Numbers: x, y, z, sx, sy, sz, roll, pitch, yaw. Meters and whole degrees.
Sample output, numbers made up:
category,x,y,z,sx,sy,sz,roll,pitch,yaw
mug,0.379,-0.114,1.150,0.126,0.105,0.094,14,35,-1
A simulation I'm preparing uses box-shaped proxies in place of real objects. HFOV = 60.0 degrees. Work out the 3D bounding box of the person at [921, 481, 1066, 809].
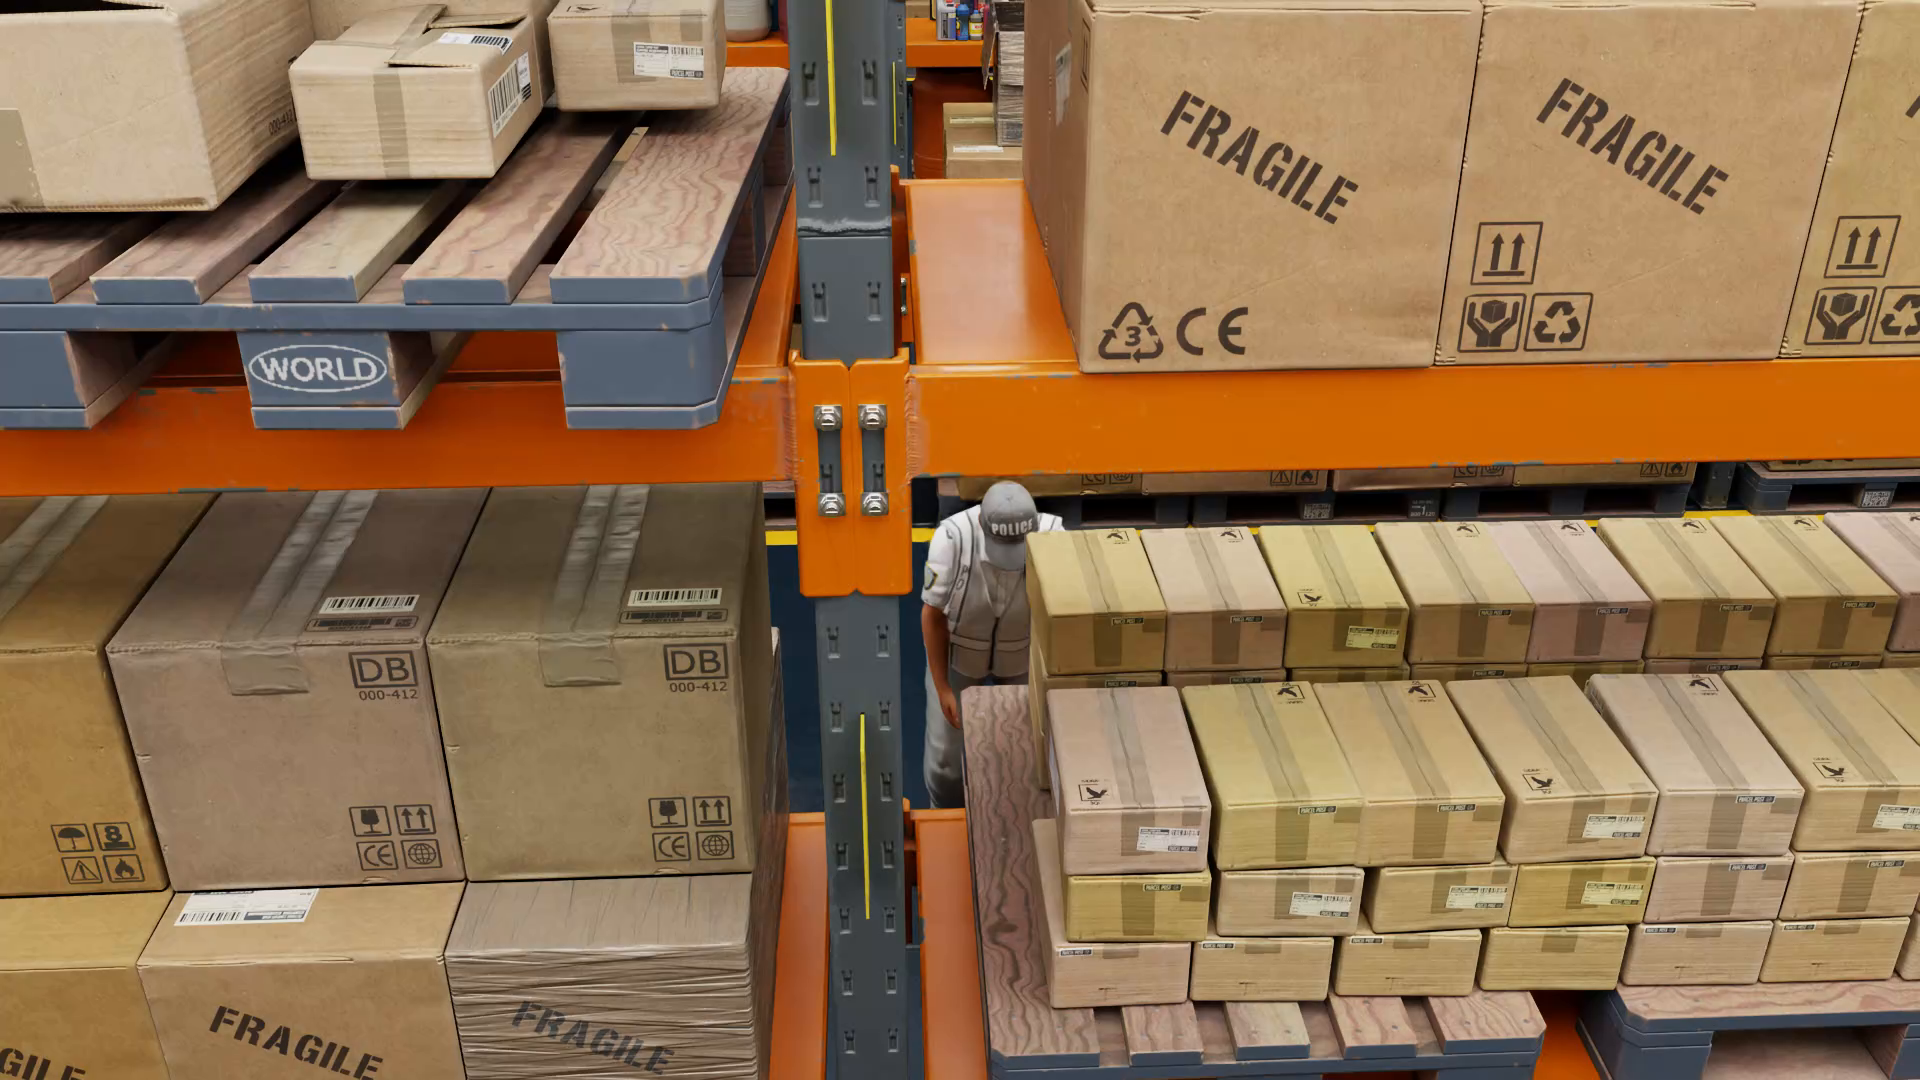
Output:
category,x,y,z,sx,sy,sz,roll,pitch,yaw
person,0.134,0.432,5.463,0.522,1.523,0.611,-1,28,-2
